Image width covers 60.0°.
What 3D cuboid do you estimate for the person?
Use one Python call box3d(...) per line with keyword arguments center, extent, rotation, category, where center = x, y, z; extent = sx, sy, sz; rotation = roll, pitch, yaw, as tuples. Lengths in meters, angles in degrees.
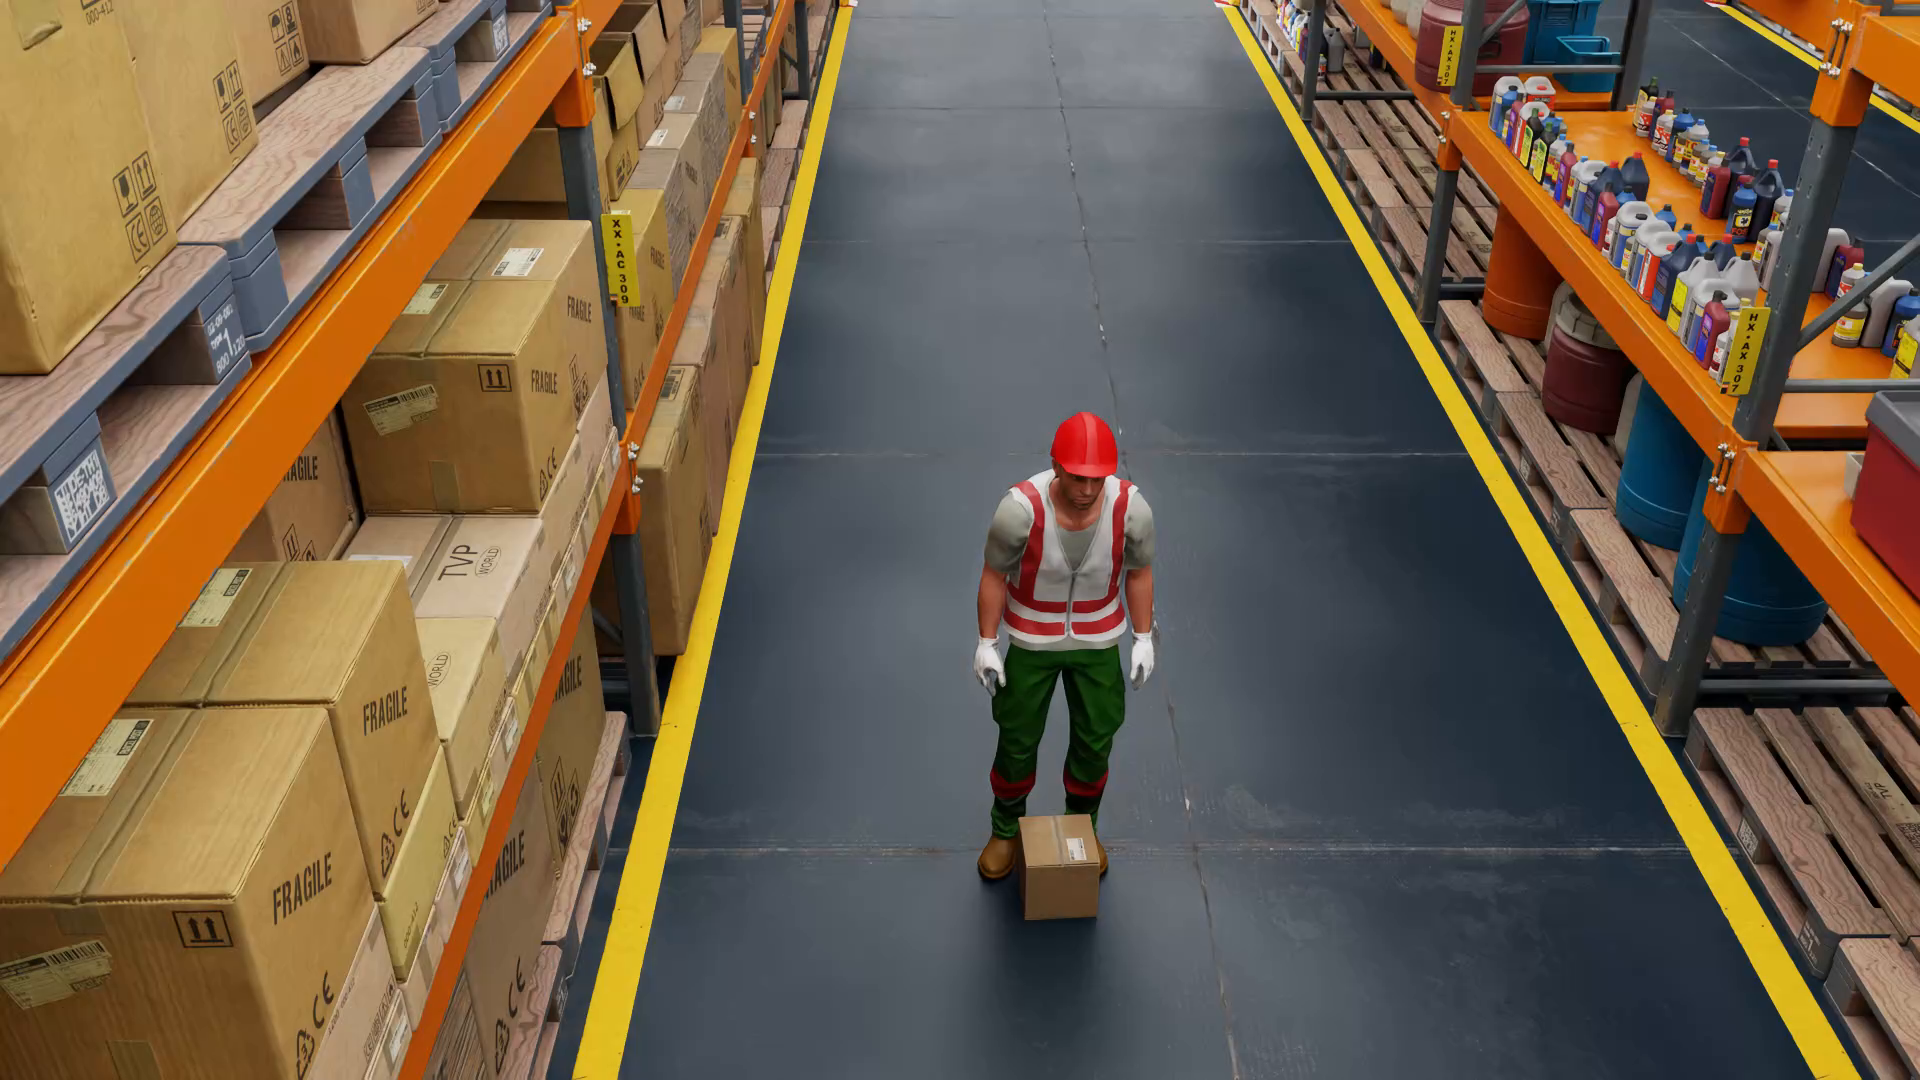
box3d(center=(0.350, 0.358, 5.531), extent=(0.617, 1.778, 0.453), rotation=(-2, 31, -3), category="person")
